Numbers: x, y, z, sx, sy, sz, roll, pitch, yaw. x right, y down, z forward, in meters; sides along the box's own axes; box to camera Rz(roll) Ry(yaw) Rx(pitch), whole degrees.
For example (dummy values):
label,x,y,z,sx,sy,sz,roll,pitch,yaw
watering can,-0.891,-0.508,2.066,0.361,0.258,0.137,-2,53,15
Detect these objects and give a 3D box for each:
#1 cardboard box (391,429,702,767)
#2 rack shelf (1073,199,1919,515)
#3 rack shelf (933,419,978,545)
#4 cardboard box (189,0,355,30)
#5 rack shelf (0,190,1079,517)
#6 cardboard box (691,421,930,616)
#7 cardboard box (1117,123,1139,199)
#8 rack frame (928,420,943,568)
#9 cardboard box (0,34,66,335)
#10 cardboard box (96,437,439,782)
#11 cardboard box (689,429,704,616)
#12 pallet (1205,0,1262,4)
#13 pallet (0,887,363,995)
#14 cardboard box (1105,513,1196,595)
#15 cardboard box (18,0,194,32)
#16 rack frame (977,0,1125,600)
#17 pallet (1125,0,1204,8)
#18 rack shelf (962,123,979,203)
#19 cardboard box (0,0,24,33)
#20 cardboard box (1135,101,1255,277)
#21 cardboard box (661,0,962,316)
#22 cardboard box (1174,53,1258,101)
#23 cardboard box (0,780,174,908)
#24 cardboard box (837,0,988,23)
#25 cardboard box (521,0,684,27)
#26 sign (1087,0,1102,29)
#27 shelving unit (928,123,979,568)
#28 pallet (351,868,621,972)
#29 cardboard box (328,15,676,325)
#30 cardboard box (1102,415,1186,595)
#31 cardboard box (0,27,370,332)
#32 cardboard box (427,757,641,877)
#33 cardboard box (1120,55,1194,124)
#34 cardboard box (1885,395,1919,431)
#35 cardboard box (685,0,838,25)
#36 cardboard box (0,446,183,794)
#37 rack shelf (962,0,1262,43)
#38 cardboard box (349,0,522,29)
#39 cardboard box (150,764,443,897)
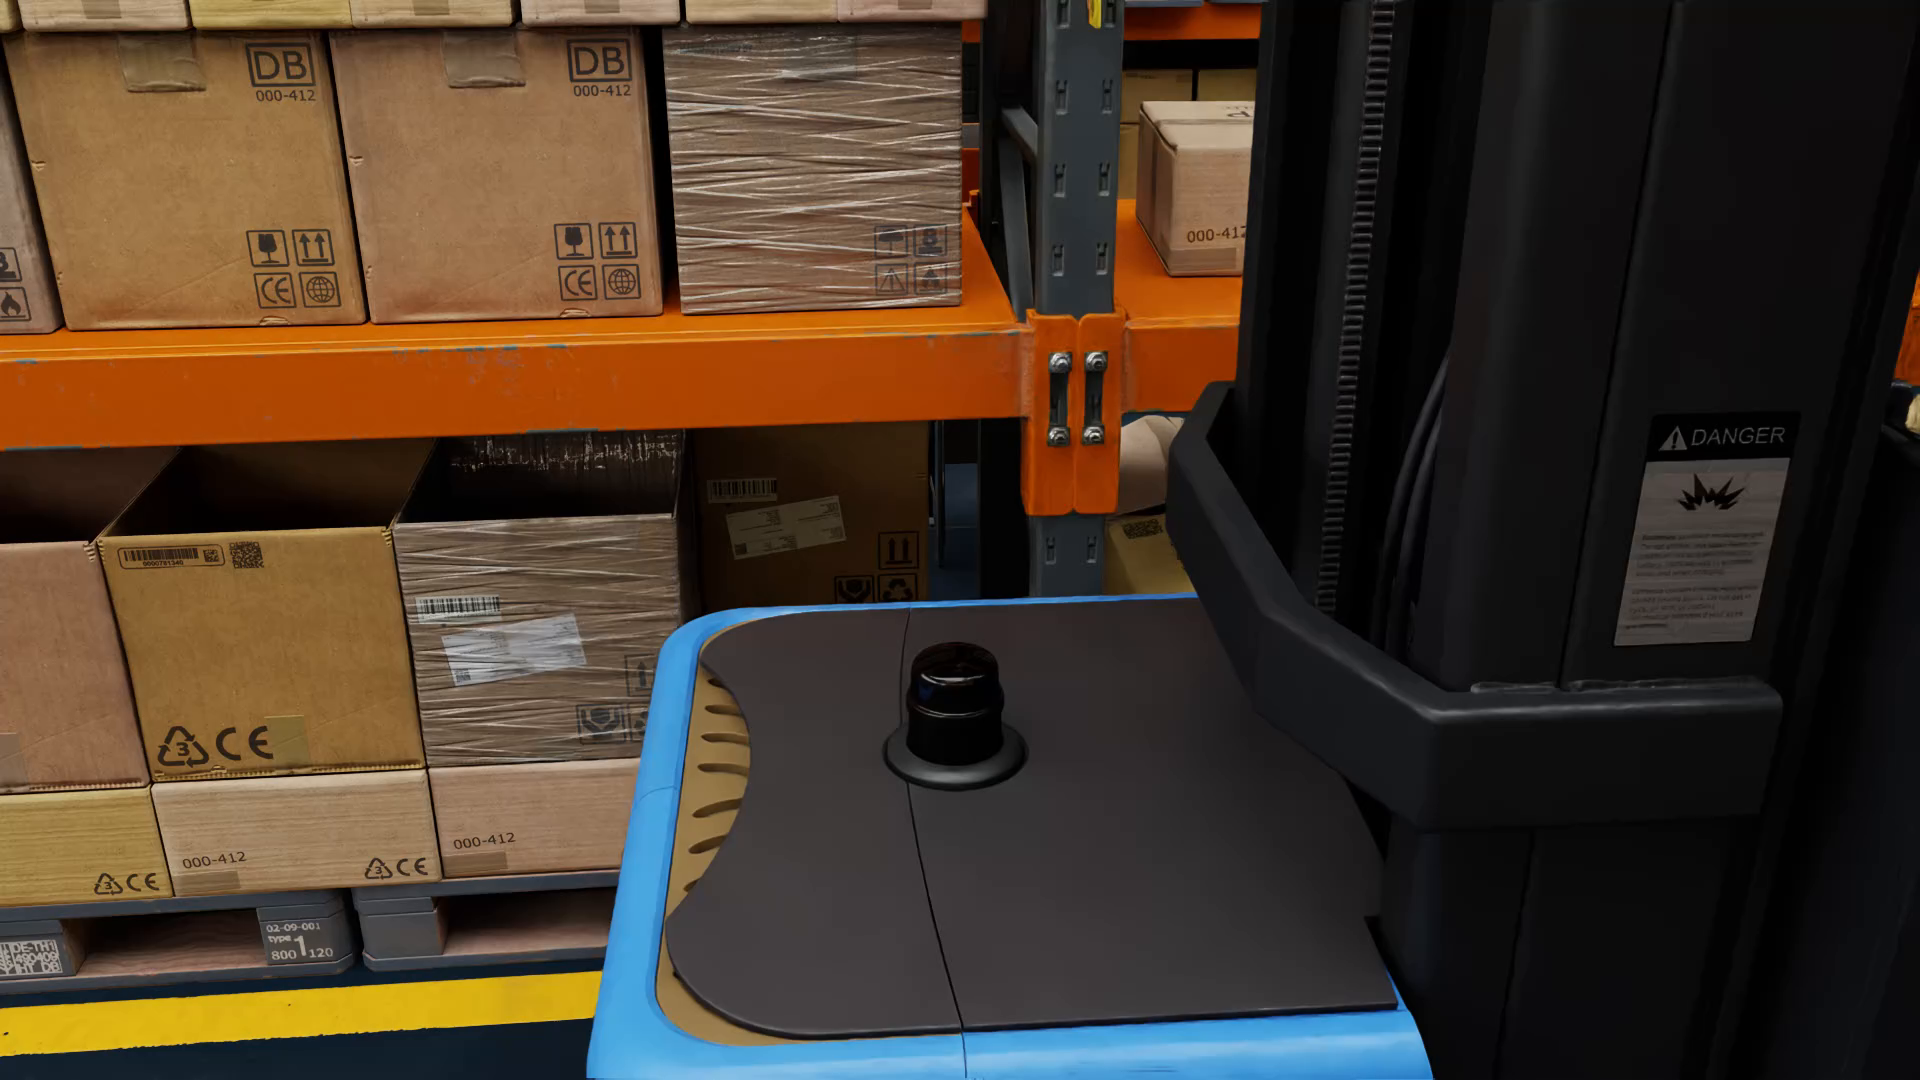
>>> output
label,x,y,z,sx,sy,sz,roll,pitch,yaw
cardboard box,-0.785,0.094,3.291,0.500,0.500,0.500,-2,24,-5
rack shelf,2.144,-0.501,3.570,4.000,0.370,1.077,-2,24,-5
rack shelf,0.165,-0.314,5.128,0.480,0.518,0.431,-2,24,-5
cardboard box,-1.108,-0.955,2.783,0.250,0.149,0.380,-2,24,-5
rack shelf,-1.836,-0.342,3.211,4.000,0.370,1.077,-2,24,-5
cardboard box,-0.338,-0.136,3.808,0.500,0.500,0.500,-2,24,-5
cardboard box,0.903,-1.888,8.341,0.500,0.500,0.700,-3,24,-6
rack frame,-0.078,-0.956,4.816,0.015,2.100,0.400,-2,24,-5
cardboard box,-1.821,-0.712,3.037,0.500,0.500,0.700,-2,24,-4
cardboard box,-1.282,0.115,3.242,0.500,0.500,0.500,-2,24,-5
cardboard box,-0.835,-0.113,3.756,0.500,0.500,0.500,-2,24,-5
pallet,1.678,-2.729,7.932,1.213,0.211,1.003,-2,24,-5
pallet,-1.859,0.589,3.665,1.213,0.211,1.003,-2,24,-5
cardboard box,0.590,0.142,3.414,0.500,0.311,0.500,-2,24,-5
cardboard box,-1.359,-0.945,2.761,0.250,0.149,0.380,-2,24,-4
rack frame,0.154,-0.750,3.245,0.127,3.000,1.000,-2,24,-5
pallet,0.438,-2.636,7.724,1.213,0.211,1.003,-2,24,-5
rack shelf,0.165,-0.954,4.844,0.480,0.518,0.431,-2,24,-5
cardboard box,-1.623,-0.933,2.734,0.250,0.149,0.380,-2,24,-3
cardboard box,0.640,-0.719,3.359,0.500,0.250,0.500,-1,24,-2
cardboard box,-0.287,-0.776,3.179,0.500,0.500,0.700,-3,24,-7
cardboard box,1.349,-2.231,8.189,0.500,0.250,0.500,-3,24,-7
cardboard box,-1.778,0.483,3.338,0.500,0.250,0.500,-2,24,-5
cardboard box,-0.096,-0.995,2.873,0.250,0.149,0.380,-2,24,-5
cardboard box,-0.602,-0.974,2.827,0.250,0.149,0.380,-3,24,-7
sign,0.210,-0.958,2.548,0.005,0.325,0.100,-2,24,-5
shelving unit,0.165,-0.966,4.838,0.503,2.100,0.431,-2,24,-5
pallet,-0.642,0.539,3.778,1.213,0.211,1.003,-2,24,-5
cardboard box,-0.811,-0.752,3.125,0.500,0.500,0.700,-3,24,-6
cardboard box,0.529,-0.074,3.901,0.500,0.311,0.500,-2,24,-5
cardboard box,-1.311,-0.733,3.084,0.500,0.500,0.700,-2,24,-4
cardboard box,-0.785,0.437,3.441,0.500,0.250,0.500,-2,24,-5
cardboard box,0.832,-2.209,8.139,0.500,0.250,0.500,-3,24,-6
cardboard box,2.555,-0.155,4.084,0.500,0.311,0.500,-3,24,-7
cardboard box,-0.342,-0.986,2.853,0.250,0.149,0.380,-3,24,-6
cardboard box,-1.778,0.141,3.184,0.500,0.500,0.500,-2,24,-5
rack shelf,1.654,-2.503,8.075,4.000,0.370,1.077,-2,24,-5
cardboard box,-0.864,-0.963,2.803,0.250,0.149,0.380,-2,24,-5
cardboard box,-1.281,0.463,3.383,0.500,0.250,0.500,-2,24,-5
